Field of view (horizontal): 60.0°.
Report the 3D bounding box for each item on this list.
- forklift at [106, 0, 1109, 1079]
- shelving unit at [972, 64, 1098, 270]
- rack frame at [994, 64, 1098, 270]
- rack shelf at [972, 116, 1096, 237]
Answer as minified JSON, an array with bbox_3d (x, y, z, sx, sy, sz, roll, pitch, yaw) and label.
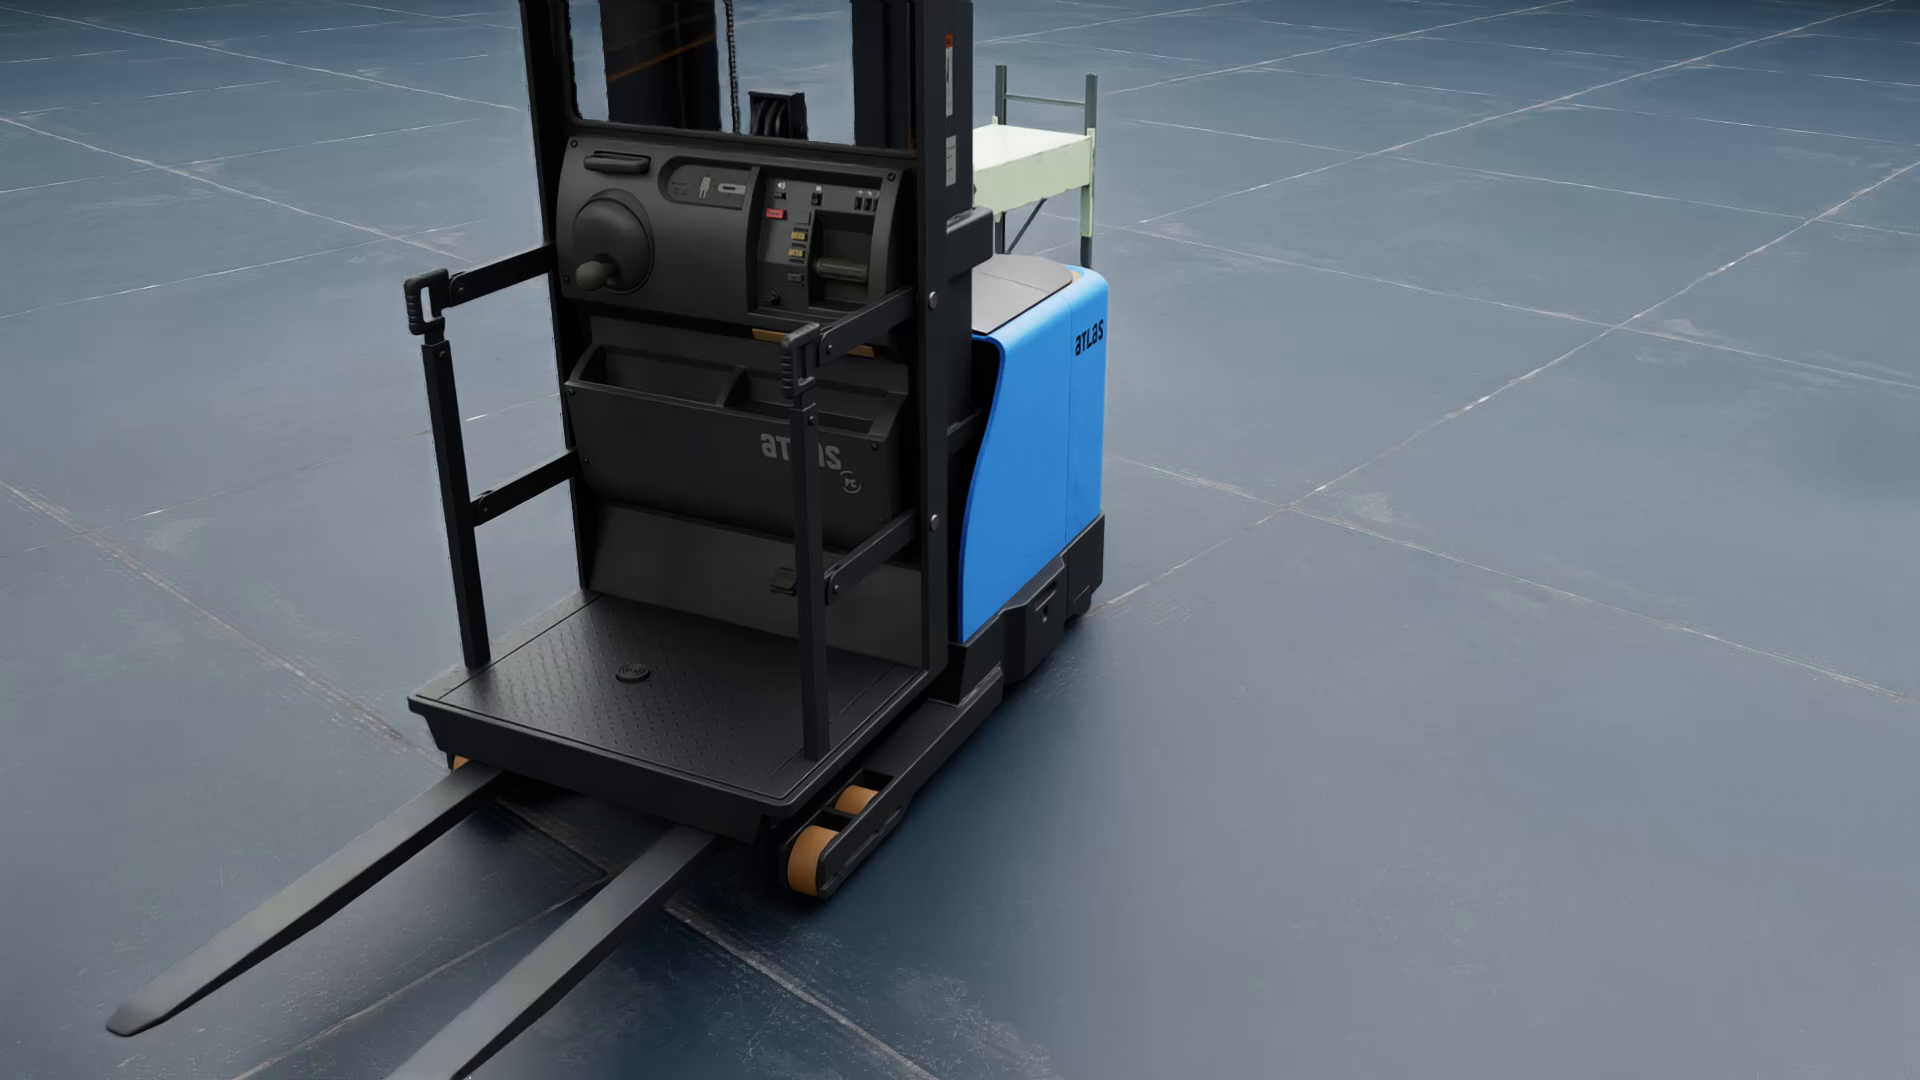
[{"bbox_3d":[-0.651,-0.707,3.744,1.130,2.935,3.031,11,27,24],"label":"forklift"},{"bbox_3d":[0.080,-0.792,5.683,0.431,1.500,0.755,16,29,32],"label":"shelving unit"},{"bbox_3d":[0.292,-0.914,5.956,0.400,1.500,0.023,16,29,32],"label":"rack frame"},{"bbox_3d":[0.080,-1.148,5.524,0.431,0.370,0.720,16,29,32],"label":"rack shelf"}]
